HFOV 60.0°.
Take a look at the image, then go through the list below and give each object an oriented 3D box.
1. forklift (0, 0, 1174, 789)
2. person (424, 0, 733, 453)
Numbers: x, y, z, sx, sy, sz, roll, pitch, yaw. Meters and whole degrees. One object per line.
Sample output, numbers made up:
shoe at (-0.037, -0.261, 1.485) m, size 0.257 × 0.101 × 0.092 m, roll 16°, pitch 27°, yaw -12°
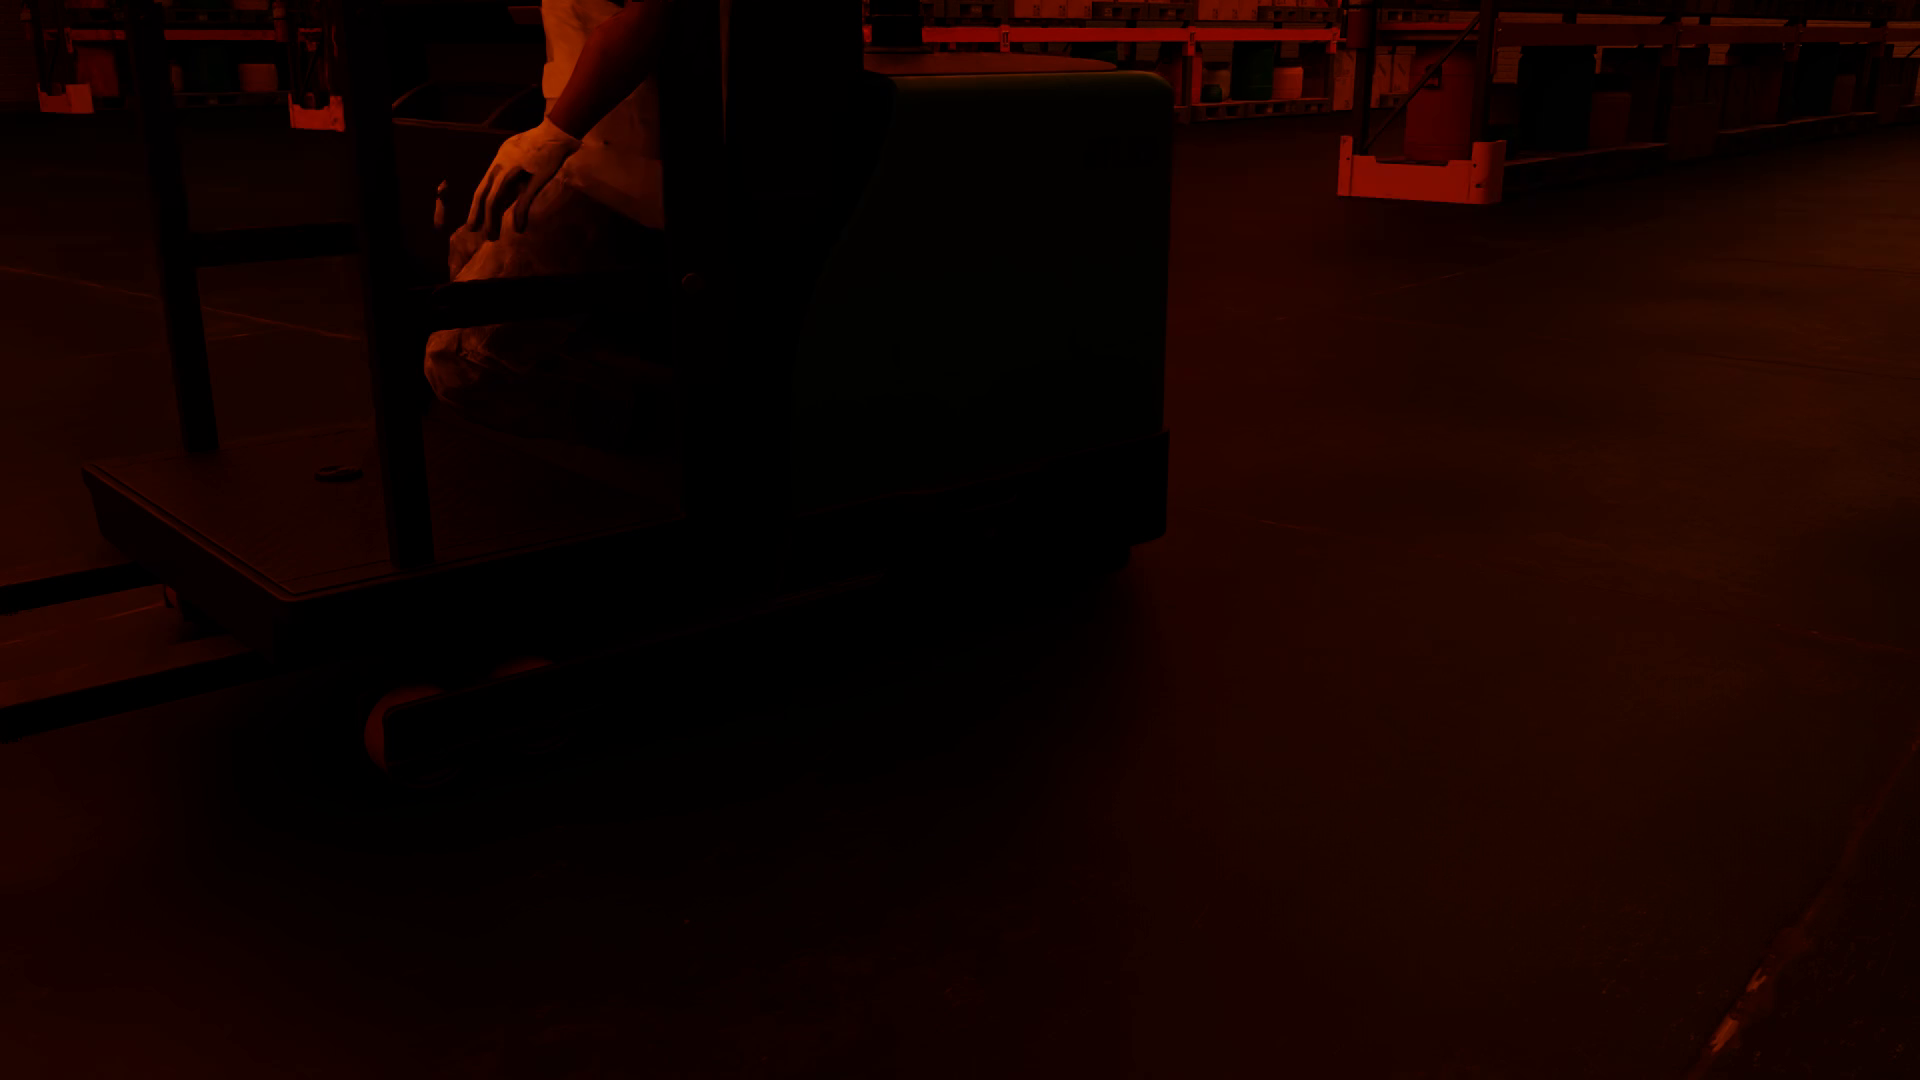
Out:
forklift at (-0.975, -1.179, 2.779) m, size 3.031 × 2.935 × 1.130 m, roll -14°, pitch 22°, yaw -39°
person at (-0.744, -0.728, 2.959) m, size 0.721 × 1.514 × 0.819 m, roll -1°, pitch 17°, yaw -4°
